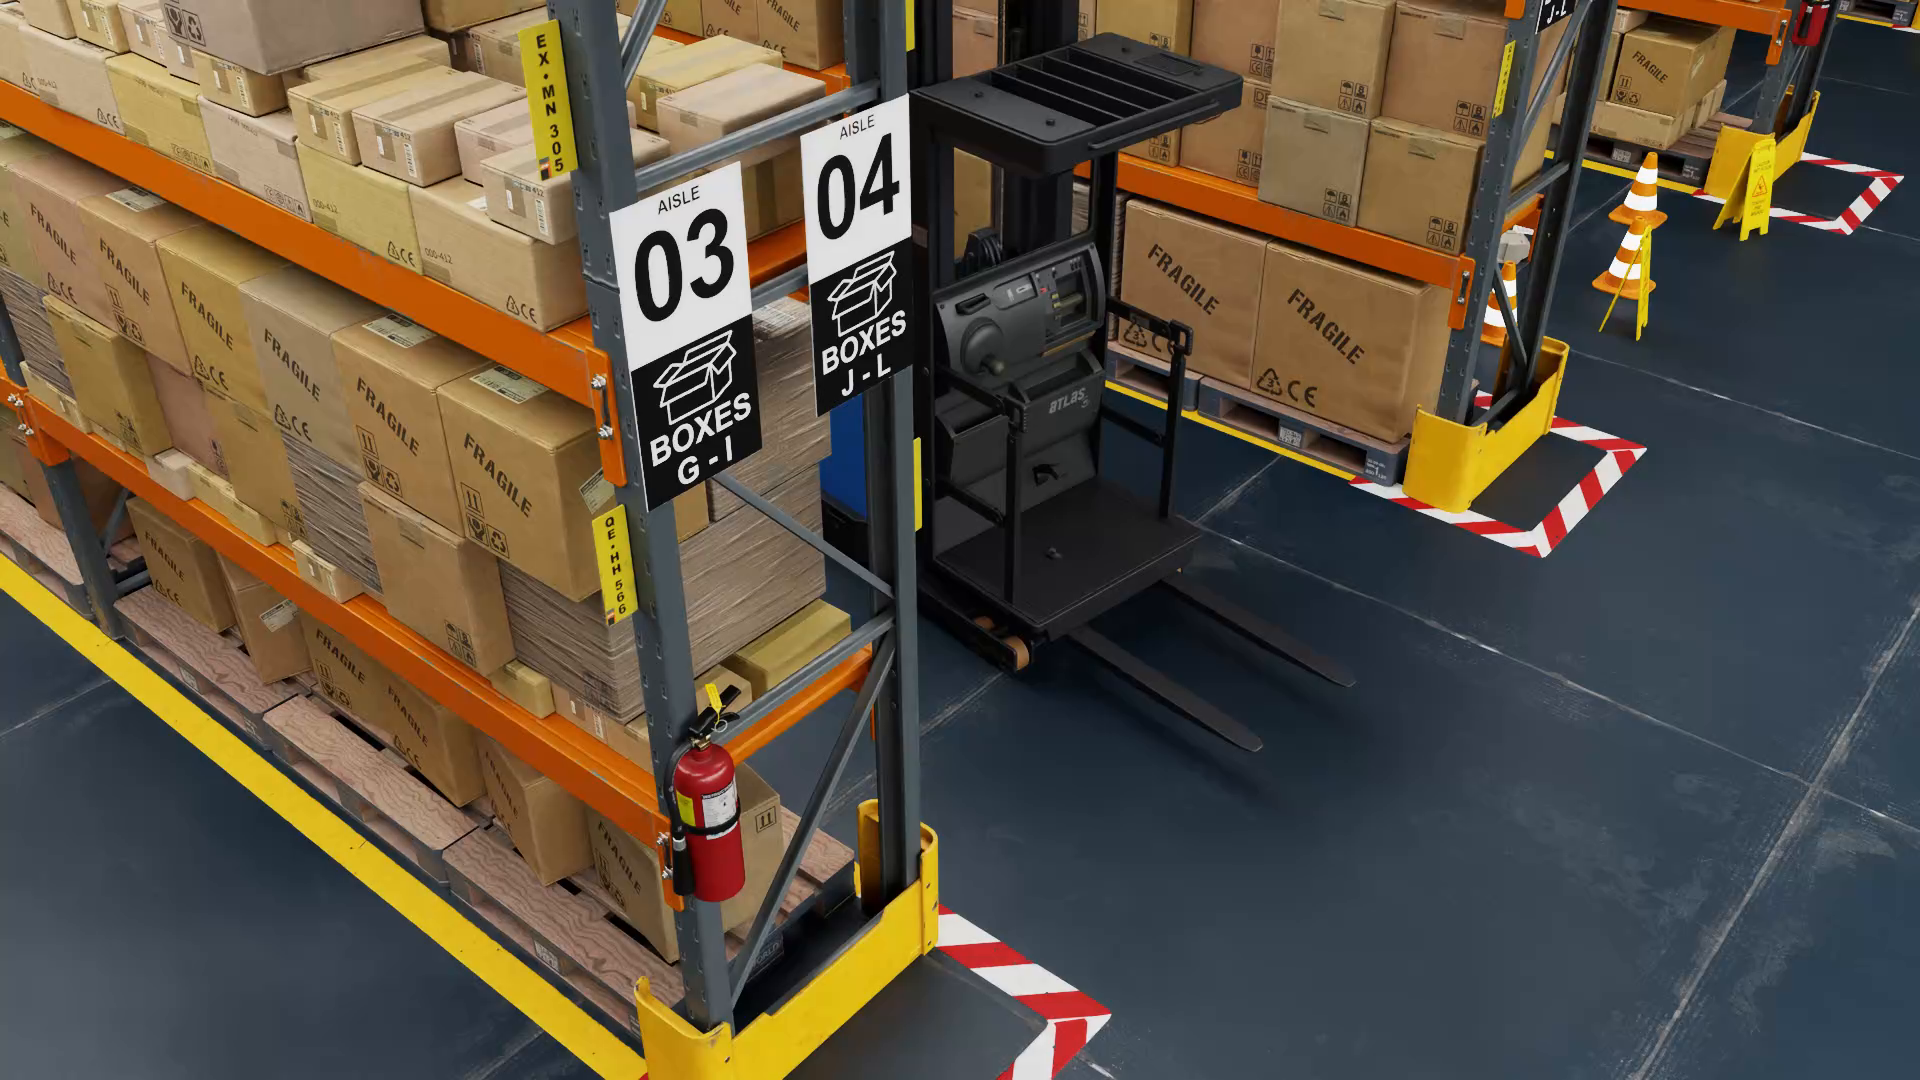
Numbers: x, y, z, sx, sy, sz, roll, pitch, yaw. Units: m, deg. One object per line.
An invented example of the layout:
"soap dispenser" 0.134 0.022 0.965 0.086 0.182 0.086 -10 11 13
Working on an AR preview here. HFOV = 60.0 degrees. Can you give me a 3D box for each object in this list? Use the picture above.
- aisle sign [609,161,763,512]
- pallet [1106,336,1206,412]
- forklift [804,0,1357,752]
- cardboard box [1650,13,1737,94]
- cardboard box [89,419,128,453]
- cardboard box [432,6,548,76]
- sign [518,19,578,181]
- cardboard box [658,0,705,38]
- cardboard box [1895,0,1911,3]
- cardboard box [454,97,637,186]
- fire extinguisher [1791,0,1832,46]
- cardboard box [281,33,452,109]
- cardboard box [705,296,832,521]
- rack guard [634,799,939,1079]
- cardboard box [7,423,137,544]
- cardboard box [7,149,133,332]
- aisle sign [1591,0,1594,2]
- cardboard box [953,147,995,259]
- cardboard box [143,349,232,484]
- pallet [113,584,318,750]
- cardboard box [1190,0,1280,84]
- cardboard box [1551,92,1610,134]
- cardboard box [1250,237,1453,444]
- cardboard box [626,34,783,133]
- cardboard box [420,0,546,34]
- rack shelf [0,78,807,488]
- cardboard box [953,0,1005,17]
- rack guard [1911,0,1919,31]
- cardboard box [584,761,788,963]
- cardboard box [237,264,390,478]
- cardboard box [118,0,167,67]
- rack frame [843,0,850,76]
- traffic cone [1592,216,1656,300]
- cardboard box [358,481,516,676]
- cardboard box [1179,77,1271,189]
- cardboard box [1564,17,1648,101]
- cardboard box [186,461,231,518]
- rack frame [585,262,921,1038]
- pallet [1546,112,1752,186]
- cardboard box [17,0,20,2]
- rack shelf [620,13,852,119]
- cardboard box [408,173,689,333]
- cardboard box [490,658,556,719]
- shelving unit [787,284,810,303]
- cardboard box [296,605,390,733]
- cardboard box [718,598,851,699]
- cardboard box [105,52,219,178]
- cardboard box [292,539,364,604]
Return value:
"aisle sign" -0.644 -0.479 4.001 0.004 0.787 0.394 25 42 32
"pallet" 1.154 -1.229 9.854 1.213 0.211 1.003 25 42 32
"forklift" 0.414 -0.945 7.037 1.130 2.935 3.031 -27 43 -33
"cardboard box" 5.380 -3.641 12.298 0.500 0.500 0.500 24 41 30
"cardboard box" -3.207 -0.522 6.582 0.250 0.149 0.380 25 42 32
"cardboard box" -1.321 -1.493 4.905 0.250 0.149 0.380 25 42 32
"sign" -0.870 -0.927 3.519 0.005 0.325 0.100 25 42 32
"cardboard box" -1.671 -3.610 10.769 0.500 0.500 0.500 26 42 32
"cardboard box" 8.451 -5.105 15.092 0.500 0.250 0.500 26 42 32
"cardboard box" -1.037 -1.009 4.200 0.250 0.149 0.380 24 41 30
"fire extinguisher" 5.634 -3.598 10.907 0.183 0.674 0.296 25 42 32
"cardboard box" -1.636 -1.285 4.602 0.250 0.149 0.380 26 42 32
"cardboard box" -0.748 -0.454 5.027 0.500 0.500 0.500 25 42 32
"rack guard" -0.558 1.443 5.707 0.348 0.500 1.175 25 42 32
"cardboard box" -4.032 -0.392 7.990 0.500 0.500 0.700 22 40 28
"cardboard box" -3.005 -1.131 6.013 0.500 0.500 0.500 25 42 32
"aisle sign" 2.998 -2.858 7.465 0.004 0.787 0.394 25 42 32
"cardboard box" 0.116 -2.169 10.265 0.875 0.875 0.875 26 42 32
"cardboard box" -2.457 -0.649 6.194 0.500 0.500 0.875 25 42 32
"pallet" -3.035 0.368 7.527 1.213 0.211 1.003 25 42 32
"cardboard box" 1.666 -2.761 8.534 0.550 0.550 0.875 25 42 32
"cardboard box" 4.655 -3.278 12.431 0.500 0.250 0.500 25 42 32
"cardboard box" 2.188 -1.195 8.847 0.875 0.875 0.875 26 42 32
"cardboard box" -0.700 -1.235 4.530 0.250 0.149 0.380 26 42 33
"cardboard box" -1.468 -1.822 4.811 0.500 0.500 0.500 25 42 32
"rack shelf" -2.036 -1.224 5.369 4.000 0.370 1.077 25 42 32
"cardboard box" 0.436 -3.340 9.377 0.550 0.550 0.875 25 42 32
"rack guard" 9.033 -4.993 15.079 0.348 0.500 1.175 25 42 32
"cardboard box" -0.969 1.064 5.888 0.500 0.500 0.500 -25 42 -32
"cardboard box" -1.851 -0.589 5.223 0.500 0.500 0.500 25 42 32
"cardboard box" -2.275 -1.562 5.005 0.250 0.149 0.380 26 42 33
"rack frame" -0.322 -3.130 10.158 0.127 3.000 1.000 25 42 32
"traffic cone" 4.237 -1.814 10.483 0.334 0.463 0.336 25 42 32
"cardboard box" -1.366 -0.064 5.342 0.500 0.500 0.875 25 42 32
"cardboard box" 1.651 -2.305 8.824 0.550 0.550 0.875 25 42 32
"cardboard box" 4.655 -3.585 12.215 0.500 0.500 0.500 27 43 33
"cardboard box" -2.624 -0.255 6.193 0.250 0.149 0.380 25 42 32
"rack frame" -0.499 0.440 4.960 0.127 3.000 1.000 25 42 32
"pallet" 5.181 -3.059 12.518 1.213 0.211 1.003 25 42 32
"cardboard box" -2.861 -1.852 5.427 0.250 0.149 0.380 27 43 33
"rack shelf" -1.859 -3.558 11.417 4.000 0.370 1.077 25 42 32
"cardboard box" -1.032 -0.799 4.246 0.500 0.250 0.500 26 42 33
"cardboard box" -1.267 0.371 5.282 0.250 0.149 0.380 25 42 32
"shelving unit" -0.760 -0.989 8.630 0.258 1.200 0.503 -27 43 -33
"cardboard box" -2.319 0.406 6.847 0.500 0.500 0.500 21 40 28
"cardboard box" -0.566 0.337 5.332 0.250 0.149 0.380 25 42 32
"cardboard box" -2.196 -1.348 5.045 0.500 0.250 0.500 24 41 31
"cardboard box" -2.071 0.032 5.775 0.250 0.149 0.380 25 42 32
